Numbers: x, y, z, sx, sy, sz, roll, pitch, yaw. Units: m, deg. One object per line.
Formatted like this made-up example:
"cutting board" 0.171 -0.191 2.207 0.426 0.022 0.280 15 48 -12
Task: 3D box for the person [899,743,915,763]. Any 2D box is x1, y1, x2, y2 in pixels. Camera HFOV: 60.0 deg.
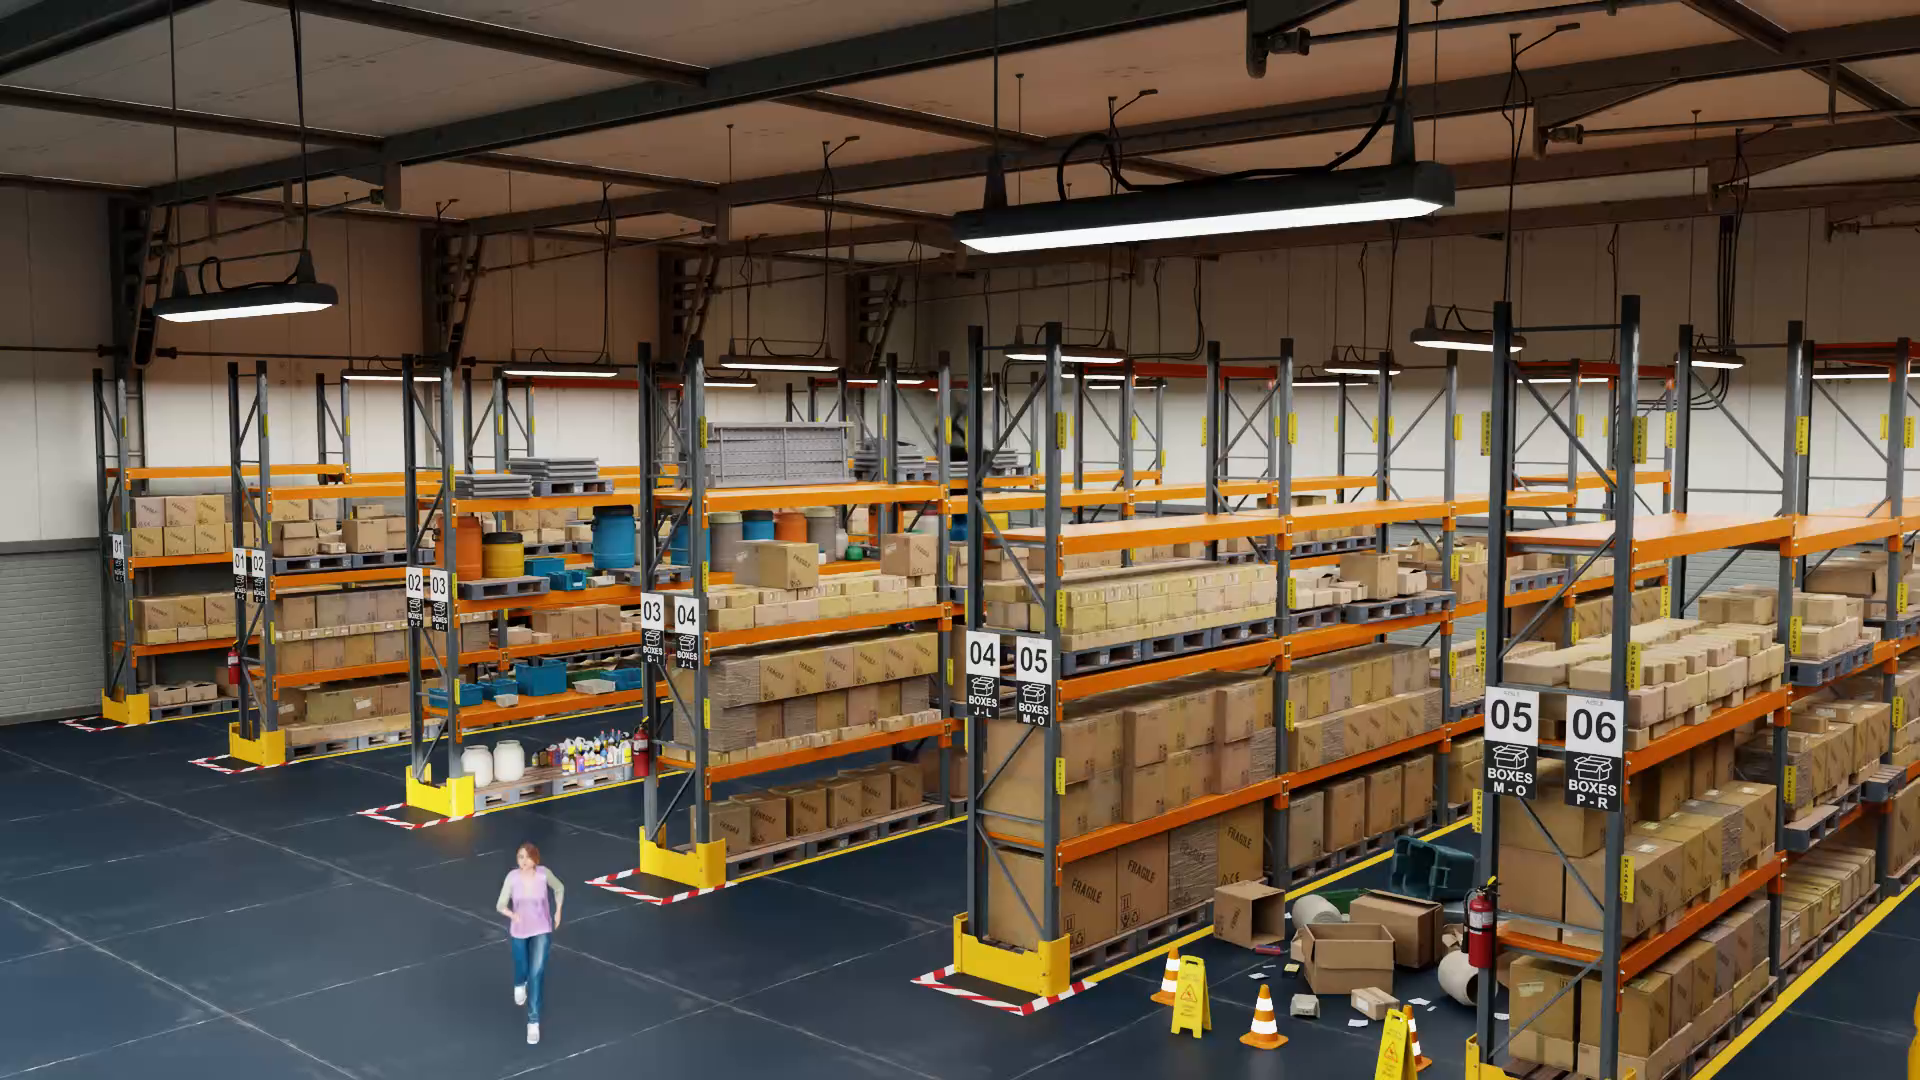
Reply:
"person" -0.881 2.620 23.724 0.697 1.601 0.628 -4 6 -44

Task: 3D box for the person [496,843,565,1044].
"person" -3.636 3.333 14.087 0.539 1.603 0.882 -1 4 -10
